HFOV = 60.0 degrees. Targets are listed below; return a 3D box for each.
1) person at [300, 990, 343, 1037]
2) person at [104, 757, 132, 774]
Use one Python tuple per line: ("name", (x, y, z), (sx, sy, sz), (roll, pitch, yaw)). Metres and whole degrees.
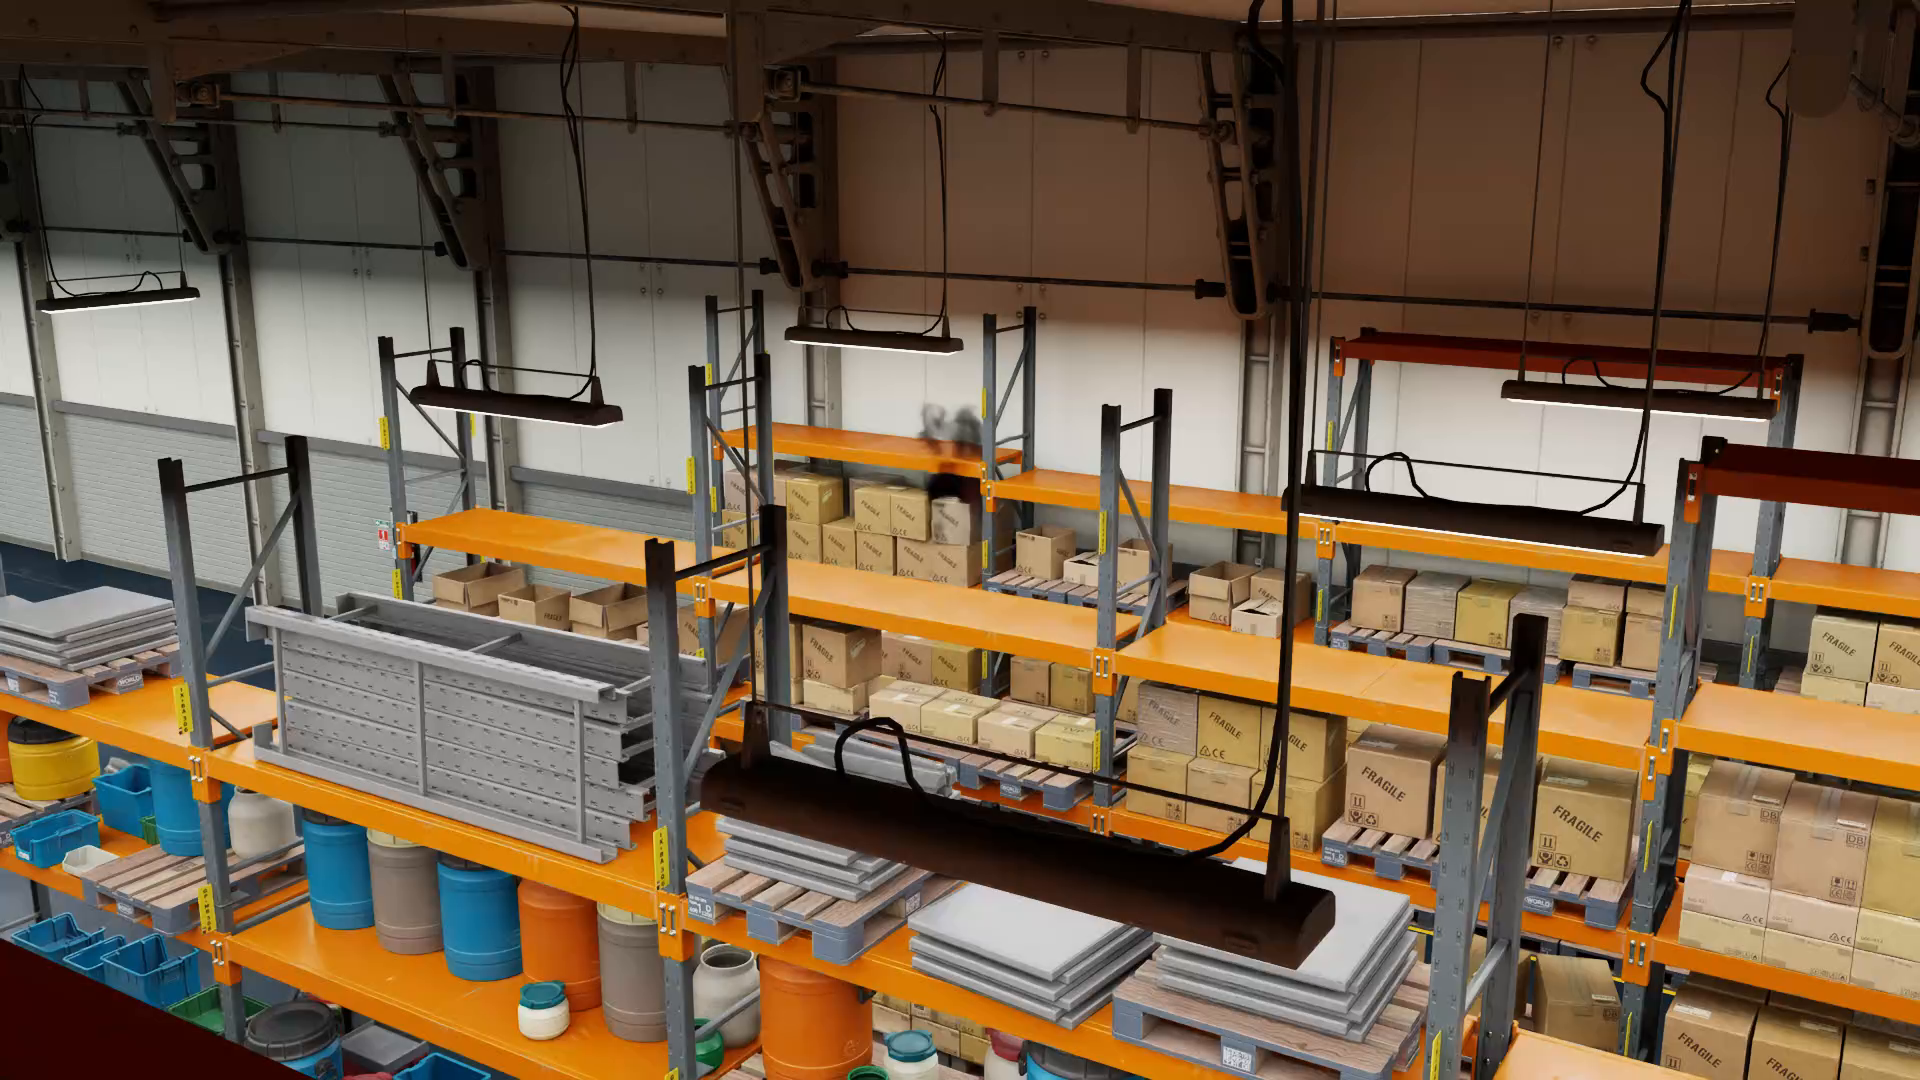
("person", (-5.324, 3.853, 14.030), (0.587, 1.739, 0.656), (7, 15, 26))
("person", (-8.763, 3.063, 17.424), (0.566, 1.669, 0.564), (-8, 16, -30))
